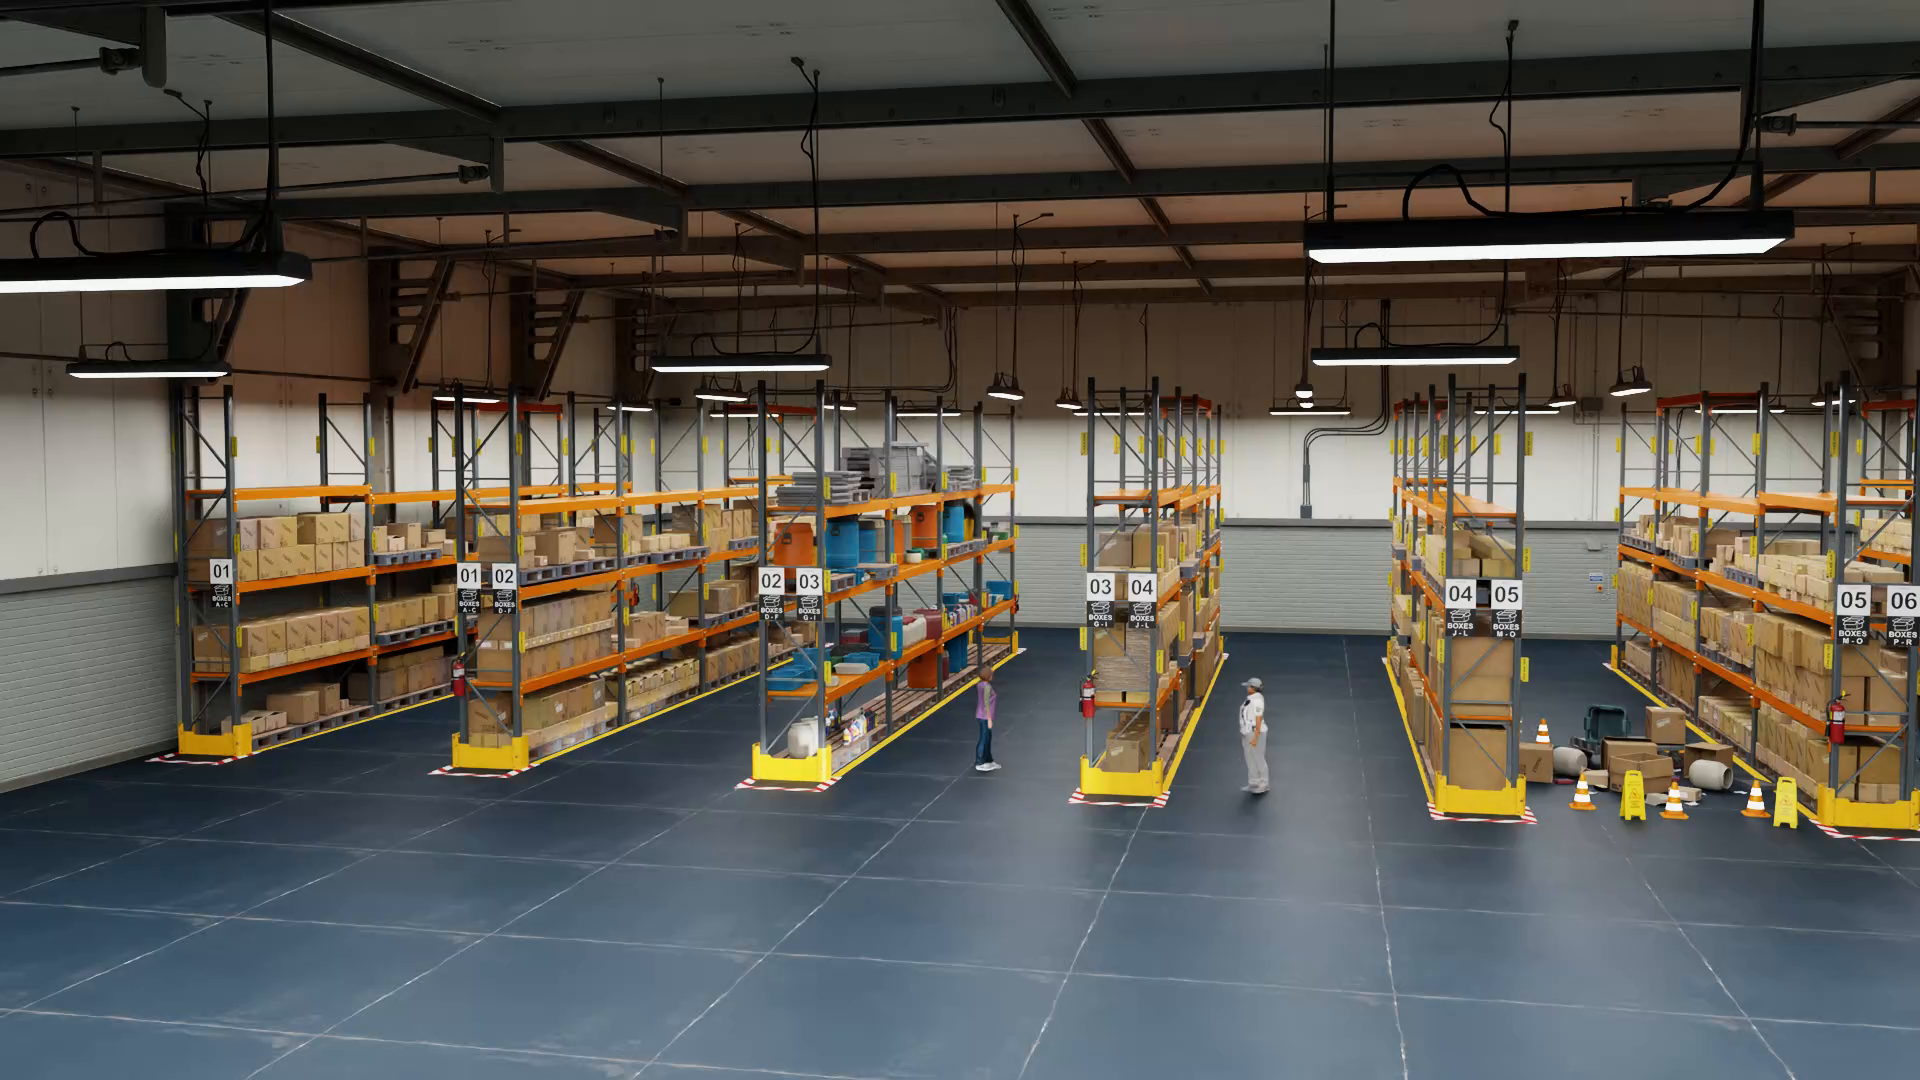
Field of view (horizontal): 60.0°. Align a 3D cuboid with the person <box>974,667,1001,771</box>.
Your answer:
[{"bbox_3d":[0.449,2.773,25.733,0.450,1.615,0.459,0,3,-8],"label":"person"}]

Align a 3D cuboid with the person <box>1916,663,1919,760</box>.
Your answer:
[{"bbox_3d":[15.321,2.693,26.436,0.528,1.677,0.732,0,3,7],"label":"person"}]

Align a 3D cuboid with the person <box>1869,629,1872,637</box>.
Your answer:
[{"bbox_3d":[16.669,2.440,30.778,0.528,1.722,0.650,0,3,-3],"label":"person"}]

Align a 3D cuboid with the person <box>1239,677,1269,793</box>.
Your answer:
[{"bbox_3d":[4.253,2.833,24.075,0.455,1.689,0.563,-1,3,-10],"label":"person"}]
